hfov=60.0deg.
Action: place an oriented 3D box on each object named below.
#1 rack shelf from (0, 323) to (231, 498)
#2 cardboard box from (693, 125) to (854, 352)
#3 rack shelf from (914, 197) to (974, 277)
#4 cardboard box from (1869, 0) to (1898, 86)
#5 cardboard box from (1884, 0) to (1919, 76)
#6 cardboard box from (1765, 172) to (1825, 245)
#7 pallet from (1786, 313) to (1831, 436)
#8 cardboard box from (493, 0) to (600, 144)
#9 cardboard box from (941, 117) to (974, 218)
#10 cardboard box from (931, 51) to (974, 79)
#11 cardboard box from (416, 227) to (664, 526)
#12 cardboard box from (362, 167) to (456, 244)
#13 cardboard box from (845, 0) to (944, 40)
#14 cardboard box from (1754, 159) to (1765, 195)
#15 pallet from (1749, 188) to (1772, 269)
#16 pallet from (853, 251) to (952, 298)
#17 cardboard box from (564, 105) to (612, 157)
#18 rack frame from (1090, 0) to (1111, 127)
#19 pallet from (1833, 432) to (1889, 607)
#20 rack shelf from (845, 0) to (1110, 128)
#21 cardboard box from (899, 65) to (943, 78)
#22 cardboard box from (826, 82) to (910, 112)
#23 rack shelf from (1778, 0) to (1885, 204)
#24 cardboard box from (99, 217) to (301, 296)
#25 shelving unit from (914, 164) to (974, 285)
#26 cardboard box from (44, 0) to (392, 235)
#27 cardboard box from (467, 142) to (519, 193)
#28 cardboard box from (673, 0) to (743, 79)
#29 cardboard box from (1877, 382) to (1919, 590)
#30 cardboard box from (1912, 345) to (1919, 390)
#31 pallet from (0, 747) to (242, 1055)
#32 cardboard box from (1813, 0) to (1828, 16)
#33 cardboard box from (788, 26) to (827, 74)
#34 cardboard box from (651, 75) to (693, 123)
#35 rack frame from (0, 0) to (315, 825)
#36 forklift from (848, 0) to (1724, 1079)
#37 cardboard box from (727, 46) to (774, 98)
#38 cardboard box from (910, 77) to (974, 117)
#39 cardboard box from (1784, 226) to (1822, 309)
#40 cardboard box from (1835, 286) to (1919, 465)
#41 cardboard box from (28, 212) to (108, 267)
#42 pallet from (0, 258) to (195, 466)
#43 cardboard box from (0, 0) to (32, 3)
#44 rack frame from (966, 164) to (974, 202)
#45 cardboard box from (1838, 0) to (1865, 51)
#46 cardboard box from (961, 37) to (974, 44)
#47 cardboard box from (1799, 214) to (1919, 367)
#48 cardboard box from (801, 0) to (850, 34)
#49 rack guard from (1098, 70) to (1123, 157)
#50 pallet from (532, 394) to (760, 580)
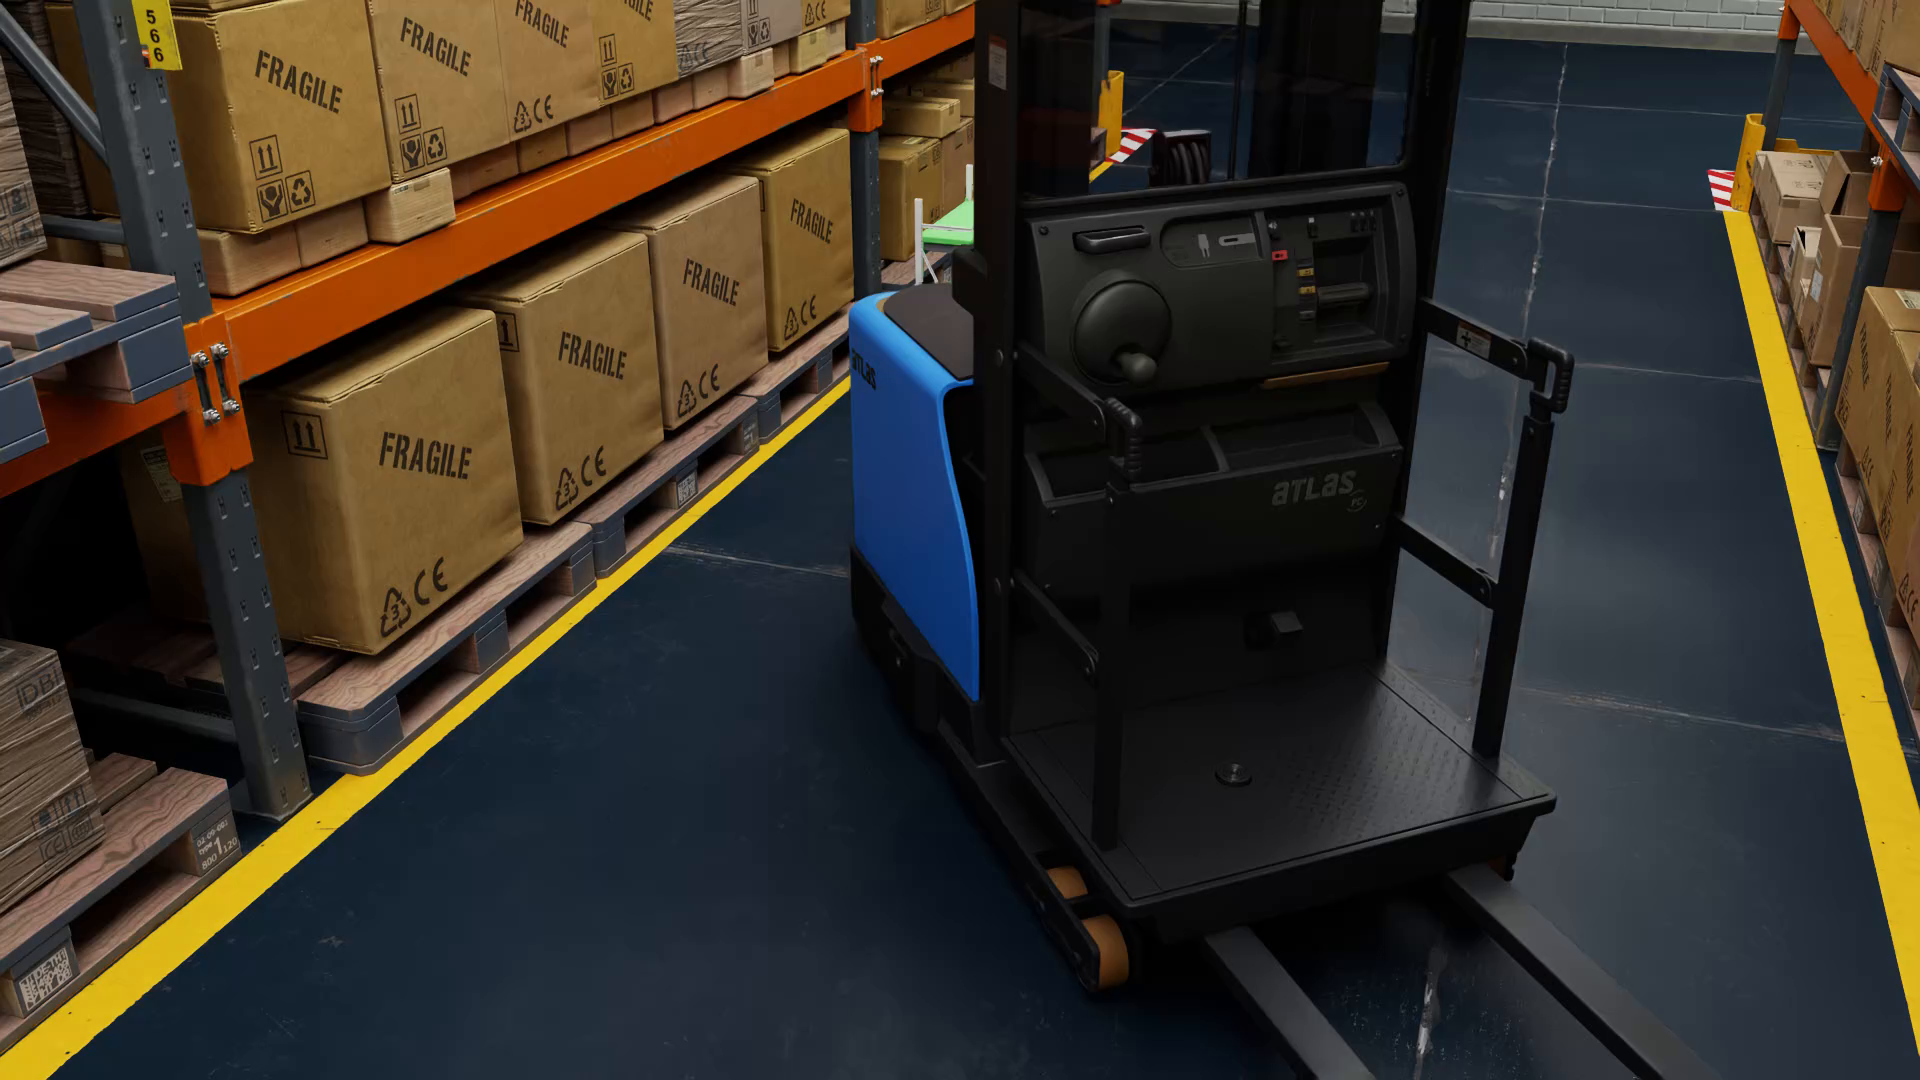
[{"bbox_3d":[-2.848,0.425,2.255,1.077,0.370,4.000,9,27,17],"label":"rack shelf"},{"bbox_3d":[-0.945,-1.300,6.977,0.750,0.750,0.750,9,27,18],"label":"cardboard box"},{"bbox_3d":[0.055,-0.983,5.448,0.258,0.148,0.480,9,27,17],"label":"rack shelf"},{"bbox_3d":[3.746,-1.935,6.189,0.500,0.500,0.500,9,27,18],"label":"cardboard box"},{"bbox_3d":[3.453,-1.719,5.262,0.700,0.500,0.500,0,26,0],"label":"cardboard box"},{"bbox_3d":[4.371,-1.658,8.383,0.500,0.250,0.500,9,27,17],"label":"cardboard box"},{"bbox_3d":[4.051,-0.674,6.900,1.003,0.211,1.213,9,27,17],"label":"pallet"},{"bbox_3d":[-1.430,-1.488,4.903,0.500,0.500,0.500,9,27,17],"label":"cardboard box"},{"bbox_3d":[-0.335,-1.926,8.673,0.700,0.500,0.500,8,27,17],"label":"cardboard box"},{"bbox_3d":[-0.141,-2.726,9.581,0.380,0.149,0.250,9,27,18],"label":"cardboard box"},{"bbox_3d":[-1.516,-0.584,5.499,0.750,0.750,0.750,9,27,17],"label":"cardboard box"},{"bbox_3d":[-1.594,-0.917,4.467,0.380,0.149,0.250,10,27,19],"label":"cardboard box"},{"bbox_3d":[-0.655,-2.720,7.581,0.980,0.700,0.700,9,27,18],"label":"cardboard box"},{"bbox_3d":[4.606,-1.989,9.162,0.380,0.166,0.250,9,27,17],"label":"cardboard box"},{"bbox_3d":[4.863,-1.677,8.971,1.003,0.211,1.213,9,27,17],"label":"pallet"},{"bbox_3d":[-0.524,-1.410,8.420,1.003,0.211,1.213,9,27,17],"label":"pallet"},{"bbox_3d":[-1.354,-1.350,5.361,0.380,0.149,0.250,9,27,18],"label":"cardboard box"},{"bbox_3d":[0.480,-4.008,10.586,1.000,3.000,0.127,9,27,17],"label":"rack frame"},{"bbox_3d":[3.587,-0.052,5.616,1.003,0.211,1.213,9,27,17],"label":"pallet"},{"bbox_3d":[-0.185,-2.862,9.045,1.077,0.370,4.000,9,27,17],"label":"rack shelf"},{"bbox_3d":[-0.311,-2.517,9.148,0.380,0.149,0.250,8,27,17],"label":"cardboard box"},{"bbox_3d":[-0.480,-2.307,8.714,0.380,0.149,0.250,8,27,16],"label":"cardboard box"},{"bbox_3d":[4.487,-2.145,7.564,1.077,0.370,4.000,9,27,17],"label":"rack shelf"},{"bbox_3d":[-1.854,-0.718,4.056,0.380,0.149,0.250,8,27,17],"label":"cardboard box"},{"bbox_3d":[0.055,-0.608,5.629,0.258,1.200,0.503,9,27,17],"label":"shelving unit"},{"bbox_3d":[-1.779,-1.071,4.040,0.500,0.500,0.500,10,27,19],"label":"cardboard box"},{"bbox_3d":[-1.548,-1.146,4.941,0.380,0.149,0.250,9,27,19],"label":"cardboard box"},{"bbox_3d":[-1.103,-1.909,5.772,0.500,0.500,0.500,9,27,18],"label":"cardboard box"},{"bbox_3d":[3.090,-0.132,4.943,0.500,0.500,0.500,9,27,18],"label":"cardboard box"},{"bbox_3d":[3.098,-0.483,4.809,0.500,0.250,0.500,9,27,18],"label":"cardboard box"},{"bbox_3d":[-2.444,0.856,3.740,1.003,0.211,1.213,9,27,17],"label":"pallet"},{"bbox_3d":[4.420,-2.773,7.921,0.500,0.500,0.500,9,27,17],"label":"cardboard box"},{"bbox_3d":[-0.758,-1.973,6.648,0.380,0.149,0.250,9,27,18],"label":"cardboard box"},{"bbox_3d":[-1.161,-1.564,5.804,0.380,0.149,0.250,8,27,16],"label":"cardboard box"},{"bbox_3d":[-2.182,-0.720,3.795,1.000,3.000,0.127,9,27,17],"label":"rack frame"},{"bbox_3d":[0.673,-0.527,3.475,1.130,2.935,3.031,-10,27,-19],"label":"forklift"},{"bbox_3d":[-0.919,-1.756,6.200,0.380,0.149,0.250,9,27,17],"label":"cardboard box"},{"bbox_3d":[-0.046,-2.341,8.785,0.380,0.149,0.250,8,27,16],"label":"cardboard box"},{"bbox_3d":[3.993,-1.219,7.405,0.500,0.311,0.500,9,27,17],"label":"cardboard box"},{"bbox_3d":[3.431,-0.557,5.821,0.500,0.500,0.500,8,27,15],"label":"cardboard box"},{"bbox_3d":[-2.315,-0.787,4.199,0.380,0.149,0.250,9,27,18],"label":"cardboard box"},{"bbox_3d":[-2.319,-0.326,3.201,1.213,0.211,1.003,9,27,17],"label":"pallet"},{"bbox_3d":[-2.276,-1.470,4.004,0.500,0.250,0.500,10,27,19],"label":"cardboard box"},{"bbox_3d":[0.136,-0.708,5.836,0.240,1.200,0.015,9,27,17],"label":"rack frame"},{"bbox_3d":[4.085,-2.358,7.064,0.500,0.500,0.500,9,27,19],"label":"cardboard box"},{"bbox_3d":[0.027,-2.934,10.009,0.380,0.149,0.250,9,27,18],"label":"cardboard box"},{"bbox_3d":[3.744,-0.995,6.727,0.500,0.500,0.500,9,27,17],"label":"cardboard box"},{"bbox_3d":[-0.767,-2.326,6.632,0.500,0.500,0.500,8,27,17],"label":"cardboard box"},{"bbox_3d":[0.488,-2.893,11.151,1.175,0.500,0.348,9,27,17],"label":"rack guard"},{"bbox_3d":[-1.441,-0.278,6.082,1.003,0.211,1.213,9,27,17],"label":"pallet"}]
